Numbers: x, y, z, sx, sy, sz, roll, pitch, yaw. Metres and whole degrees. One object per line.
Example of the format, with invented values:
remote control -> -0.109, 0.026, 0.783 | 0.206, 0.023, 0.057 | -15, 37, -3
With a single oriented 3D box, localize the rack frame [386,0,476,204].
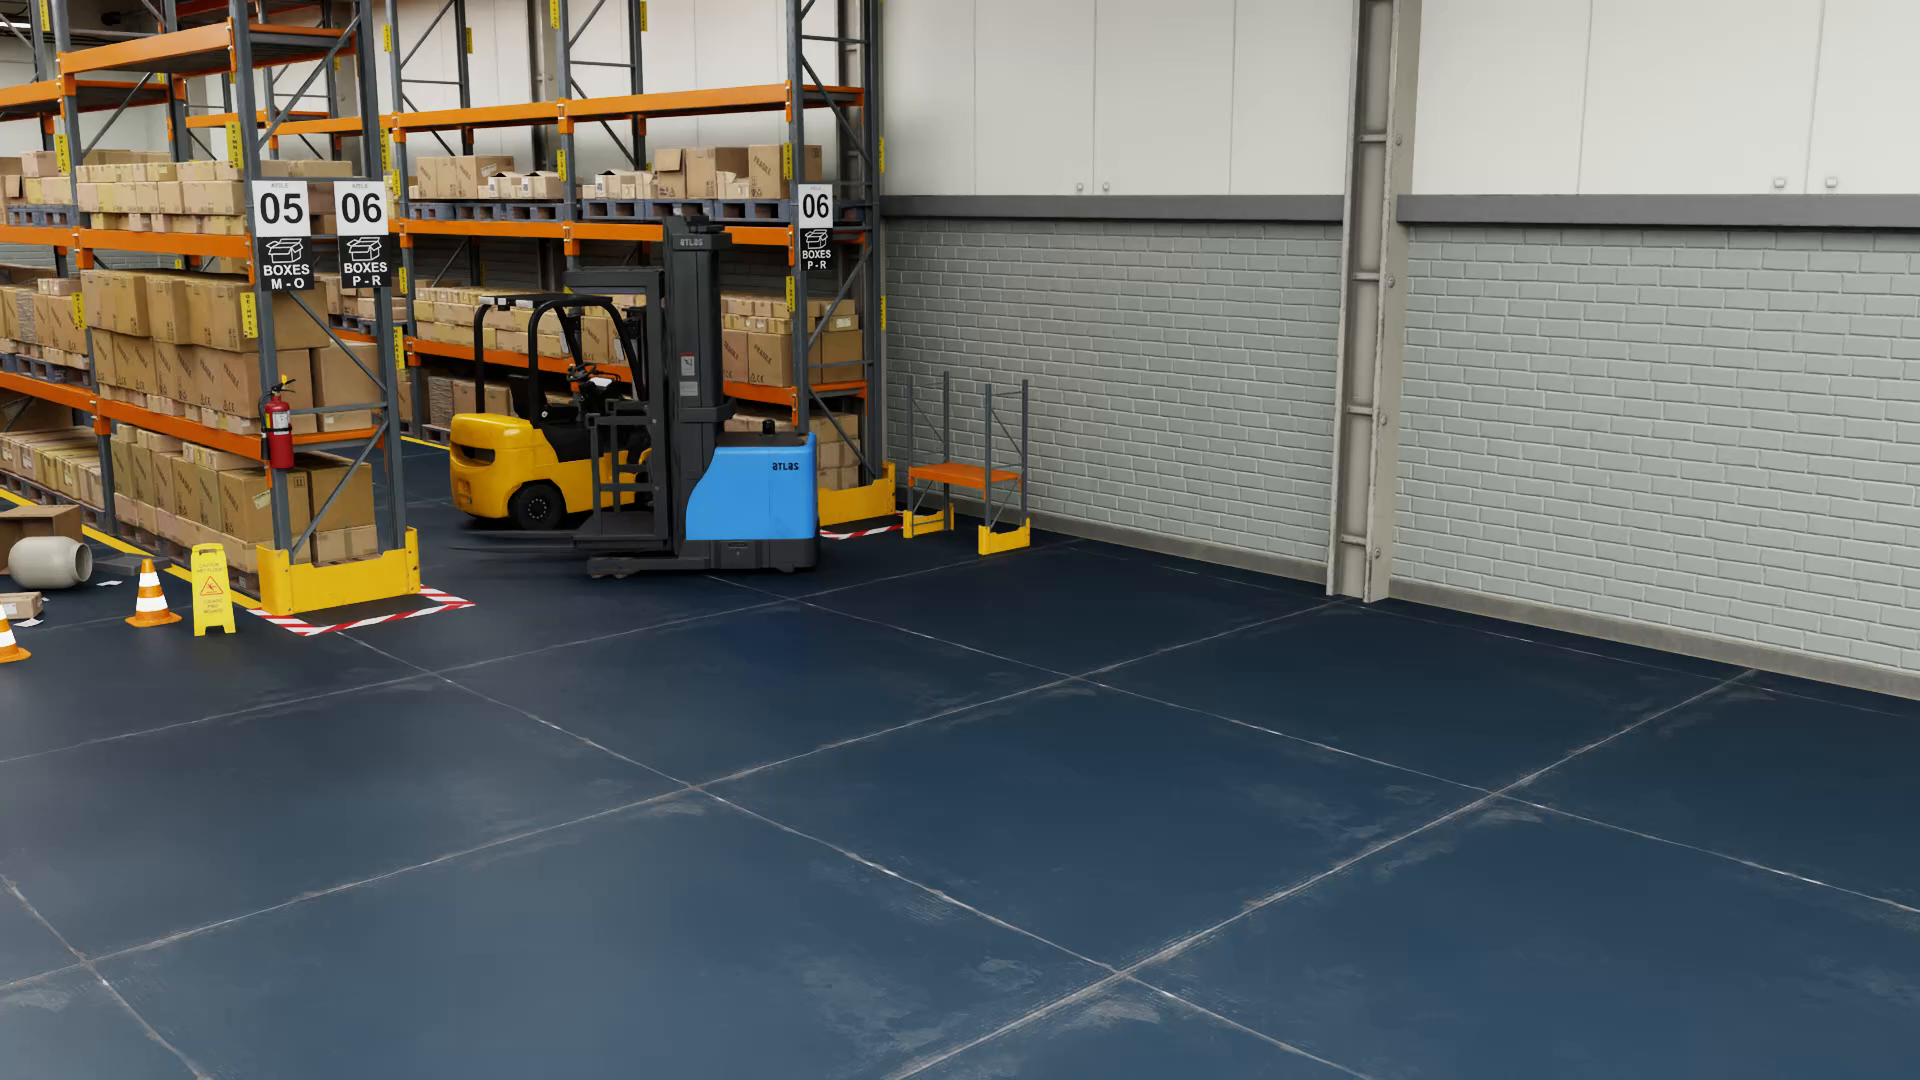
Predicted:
rack frame -> -6.696, -5.787, 21.037 | 1.000, 3.000, 0.127 | -11, 16, -43

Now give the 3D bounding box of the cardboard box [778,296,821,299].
cardboard box -> -1.598, -2.352, 16.638 | 0.380, 0.149, 0.250 | -10, 16, -41

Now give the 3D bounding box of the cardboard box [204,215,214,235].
cardboard box -> -5.562, -2.423, 12.767 | 0.380, 0.149, 0.250 | -10, 15, -41

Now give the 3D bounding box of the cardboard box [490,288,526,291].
cardboard box -> -5.709, -3.101, 21.012 | 0.380, 0.149, 0.250 | -11, 16, -44

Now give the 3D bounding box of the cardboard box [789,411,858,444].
cardboard box -> -1.367, -1.126, 16.578 | 0.500, 0.250, 0.500 | -11, 16, -43

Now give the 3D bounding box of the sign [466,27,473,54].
sign -> -6.297, -6.400, 21.305 | 0.100, 0.325, 0.005 | -11, 16, -43

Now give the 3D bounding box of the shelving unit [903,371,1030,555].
shelving unit -> 0.053, -0.723, 15.045 | 0.587, 1.500, 1.083 | -11, 16, -43

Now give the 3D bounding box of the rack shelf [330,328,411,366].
rack shelf -> -8.077, -2.788, 23.132 | 1.077, 0.370, 4.000 | -11, 16, -43

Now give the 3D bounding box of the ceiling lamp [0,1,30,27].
ceiling lamp -> -15.756, -9.880, 26.439 | 2.000, 3.185, 0.800 | -11, 16, -43

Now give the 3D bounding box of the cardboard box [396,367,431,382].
cardboard box -> -7.220, -2.184, 21.966 | 0.250, 0.149, 0.380 | 11, 16, 42

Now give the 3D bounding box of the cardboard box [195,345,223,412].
cardboard box -> -5.676, -1.298, 13.131 | 0.500, 0.500, 0.500 | -11, 16, -42

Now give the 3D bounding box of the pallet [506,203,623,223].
pallet -> -4.552, -3.767, 19.142 | 1.217, 0.209, 0.805 | 11, 16, 43

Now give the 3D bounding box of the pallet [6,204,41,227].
pallet -> -8.589, -3.206, 16.407 | 1.213, 0.211, 1.003 | -11, 16, -43

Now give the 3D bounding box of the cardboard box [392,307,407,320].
cardboard box -> -7.427, -2.974, 21.831 | 0.380, 0.149, 0.250 | -11, 16, -42

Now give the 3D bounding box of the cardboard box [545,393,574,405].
cardboard box -> -4.302, -1.382, 19.368 | 0.875, 0.625, 0.625 | -10, 15, -40

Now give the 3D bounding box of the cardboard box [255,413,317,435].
cardboard box -> -5.172, -0.890, 12.761 | 0.380, 0.149, 0.250 | -10, 15, -41

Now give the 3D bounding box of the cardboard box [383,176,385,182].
cardboard box -> -7.253, -4.647, 21.586 | 0.250, 0.149, 0.380 | 11, 16, 43

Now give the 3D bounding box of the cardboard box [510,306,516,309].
cardboard box -> -5.066, -2.795, 19.529 | 0.250, 0.149, 0.380 | 11, 16, 44

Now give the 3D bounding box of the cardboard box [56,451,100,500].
cardboard box -> -8.384, -0.672, 16.549 | 0.950, 0.372, 0.625 | -10, 15, -39

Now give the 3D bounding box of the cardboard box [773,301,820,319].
cardboard box -> -1.571, -2.216, 15.981 | 0.380, 0.149, 0.250 | -11, 16, -42

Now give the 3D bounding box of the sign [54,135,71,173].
sign -> -7.920, -3.410, 14.677 | 0.100, 0.325, 0.005 | -11, 16, -43

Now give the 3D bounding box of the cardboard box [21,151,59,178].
cardboard box -> -8.734, -3.631, 16.101 | 0.500, 0.250, 0.500 | -11, 16, -42

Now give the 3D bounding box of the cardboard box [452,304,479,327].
cardboard box -> -5.873, -2.769, 20.389 | 0.500, 0.250, 0.500 | 11, 16, 44

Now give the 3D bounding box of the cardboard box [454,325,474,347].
cardboard box -> -5.862, -2.528, 20.458 | 0.500, 0.250, 0.500 | 11, 16, 43

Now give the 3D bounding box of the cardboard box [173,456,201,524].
cardboard box -> -6.207, -0.446, 13.896 | 0.500, 0.500, 0.500 | 11, 16, 44

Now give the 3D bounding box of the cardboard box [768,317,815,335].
cardboard box -> -1.614, -2.059, 15.956 | 0.380, 0.149, 0.250 | -11, 16, -42

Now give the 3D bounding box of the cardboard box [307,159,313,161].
cardboard box -> -9.198, -5.347, 23.904 | 0.396, 0.266, 0.258 | -11, 16, -43

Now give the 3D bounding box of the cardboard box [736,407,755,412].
cardboard box -> -2.428, -1.199, 16.933 | 0.500, 0.250, 0.500 | -11, 16, -42

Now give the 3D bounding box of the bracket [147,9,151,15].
bracket -> -13.974, -9.248, 28.915 | 0.235, 0.232, 0.430 | -11, 16, -43

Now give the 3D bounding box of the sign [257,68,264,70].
sign -> -9.864, -6.794, 23.415 | 0.100, 0.325, 0.005 | -11, 16, -43

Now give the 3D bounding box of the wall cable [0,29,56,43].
wall cable -> -17.354, -7.559, 29.544 | 2.988, 3.039, 0.133 | -11, 16, -43

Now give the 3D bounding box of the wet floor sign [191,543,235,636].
wet floor sign -> -5.402, 0.341, 11.995 | 0.267, 0.644, 0.232 | -5, 13, -23

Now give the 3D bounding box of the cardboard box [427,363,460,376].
cardboard box -> -6.995, -2.310, 22.574 | 0.380, 0.149, 0.250 | -10, 15, -41

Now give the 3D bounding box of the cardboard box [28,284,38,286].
cardboard box -> -9.769, -2.529, 18.066 | 0.500, 0.500, 0.500 | 11, 16, 43

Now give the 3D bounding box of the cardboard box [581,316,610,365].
cardboard box -> -3.816, -2.213, 18.308 | 0.500, 0.500, 0.500 | 11, 16, 44

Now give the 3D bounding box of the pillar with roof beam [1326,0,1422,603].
pillar with roof beam -> 0.029, -3.371, 9.311 | 9.100, 9.000, 0.400 | -11, 16, -43

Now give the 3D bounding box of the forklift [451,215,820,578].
forklift -> -2.733, -1.230, 13.958 | 3.031, 2.935, 1.130 | -1, 12, -3

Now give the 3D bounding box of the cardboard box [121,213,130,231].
cardboard box -> -6.948, -2.730, 14.257 | 0.380, 0.149, 0.250 | -10, 15, -41

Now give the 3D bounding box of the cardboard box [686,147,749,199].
cardboard box -> -2.288, -3.648, 16.552 | 0.700, 0.500, 0.500 | -11, 16, -42

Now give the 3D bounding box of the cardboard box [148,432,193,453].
cardboard box -> -6.722, -0.853, 14.262 | 0.380, 0.149, 0.250 | -10, 15, -39

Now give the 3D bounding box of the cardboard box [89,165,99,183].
cardboard box -> -7.339, -3.184, 14.483 | 0.380, 0.149, 0.250 | -10, 15, -41

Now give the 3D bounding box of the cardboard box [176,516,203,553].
cardboard box -> -6.229, -0.081, 13.981 | 0.500, 0.250, 0.500 | 11, 16, 43

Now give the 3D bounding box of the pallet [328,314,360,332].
pallet -> -8.043, -3.038, 23.036 | 1.003, 0.211, 1.213 | -11, 16, -43

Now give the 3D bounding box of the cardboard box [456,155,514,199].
cardboard box -> -5.669, -4.333, 19.878 | 0.500, 0.500, 0.500 | -10, 16, -41

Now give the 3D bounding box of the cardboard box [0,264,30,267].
cardboard box -> -11.143, -2.950, 19.408 | 0.500, 0.500, 0.500 | -10, 15, -41

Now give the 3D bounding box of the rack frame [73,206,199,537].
rack frame -> -7.521, -1.573, 15.449 | 1.000, 3.000, 0.127 | -11, 16, -43

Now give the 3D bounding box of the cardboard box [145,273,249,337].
cardboard box -> -6.284, -1.944, 13.791 | 0.700, 0.500, 0.500 | -11, 16, -43

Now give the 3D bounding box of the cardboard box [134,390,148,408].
cardboard box -> -6.973, -1.254, 14.524 | 0.380, 0.149, 0.250 | -10, 15, -41

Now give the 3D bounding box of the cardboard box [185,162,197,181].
cardboard box -> -5.848, -2.892, 13.067 | 0.380, 0.149, 0.250 | -11, 16, -43

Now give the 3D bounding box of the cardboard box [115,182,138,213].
cardboard box -> -6.716, -2.863, 13.912 | 0.500, 0.250, 0.500 | -11, 16, -42

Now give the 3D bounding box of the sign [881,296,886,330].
sign -> -0.766, -2.220, 16.251 | 0.100, 0.325, 0.005 | -11, 16, -43

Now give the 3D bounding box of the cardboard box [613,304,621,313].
cardboard box -> -3.524, -2.477, 17.982 | 0.380, 0.149, 0.250 | -11, 16, -43

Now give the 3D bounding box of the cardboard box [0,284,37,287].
cardboard box -> -10.140, -2.459, 17.725 | 0.500, 0.500, 0.500 | 11, 16, 44

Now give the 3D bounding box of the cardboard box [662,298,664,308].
cardboard box -> -2.981, -2.512, 17.418 | 0.380, 0.149, 0.250 | -11, 16, -43

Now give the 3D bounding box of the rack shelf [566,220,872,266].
rack shelf -> -2.553, -3.090, 17.162 | 1.077, 0.370, 4.000 | -11, 16, -43

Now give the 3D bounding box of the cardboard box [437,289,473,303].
cardboard box -> -6.308, -3.055, 20.789 | 0.380, 0.149, 0.250 | -10, 16, -41

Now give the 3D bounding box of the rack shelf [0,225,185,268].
rack shelf -> -8.902, -2.981, 16.636 | 1.077, 0.370, 4.000 | -11, 16, -43
